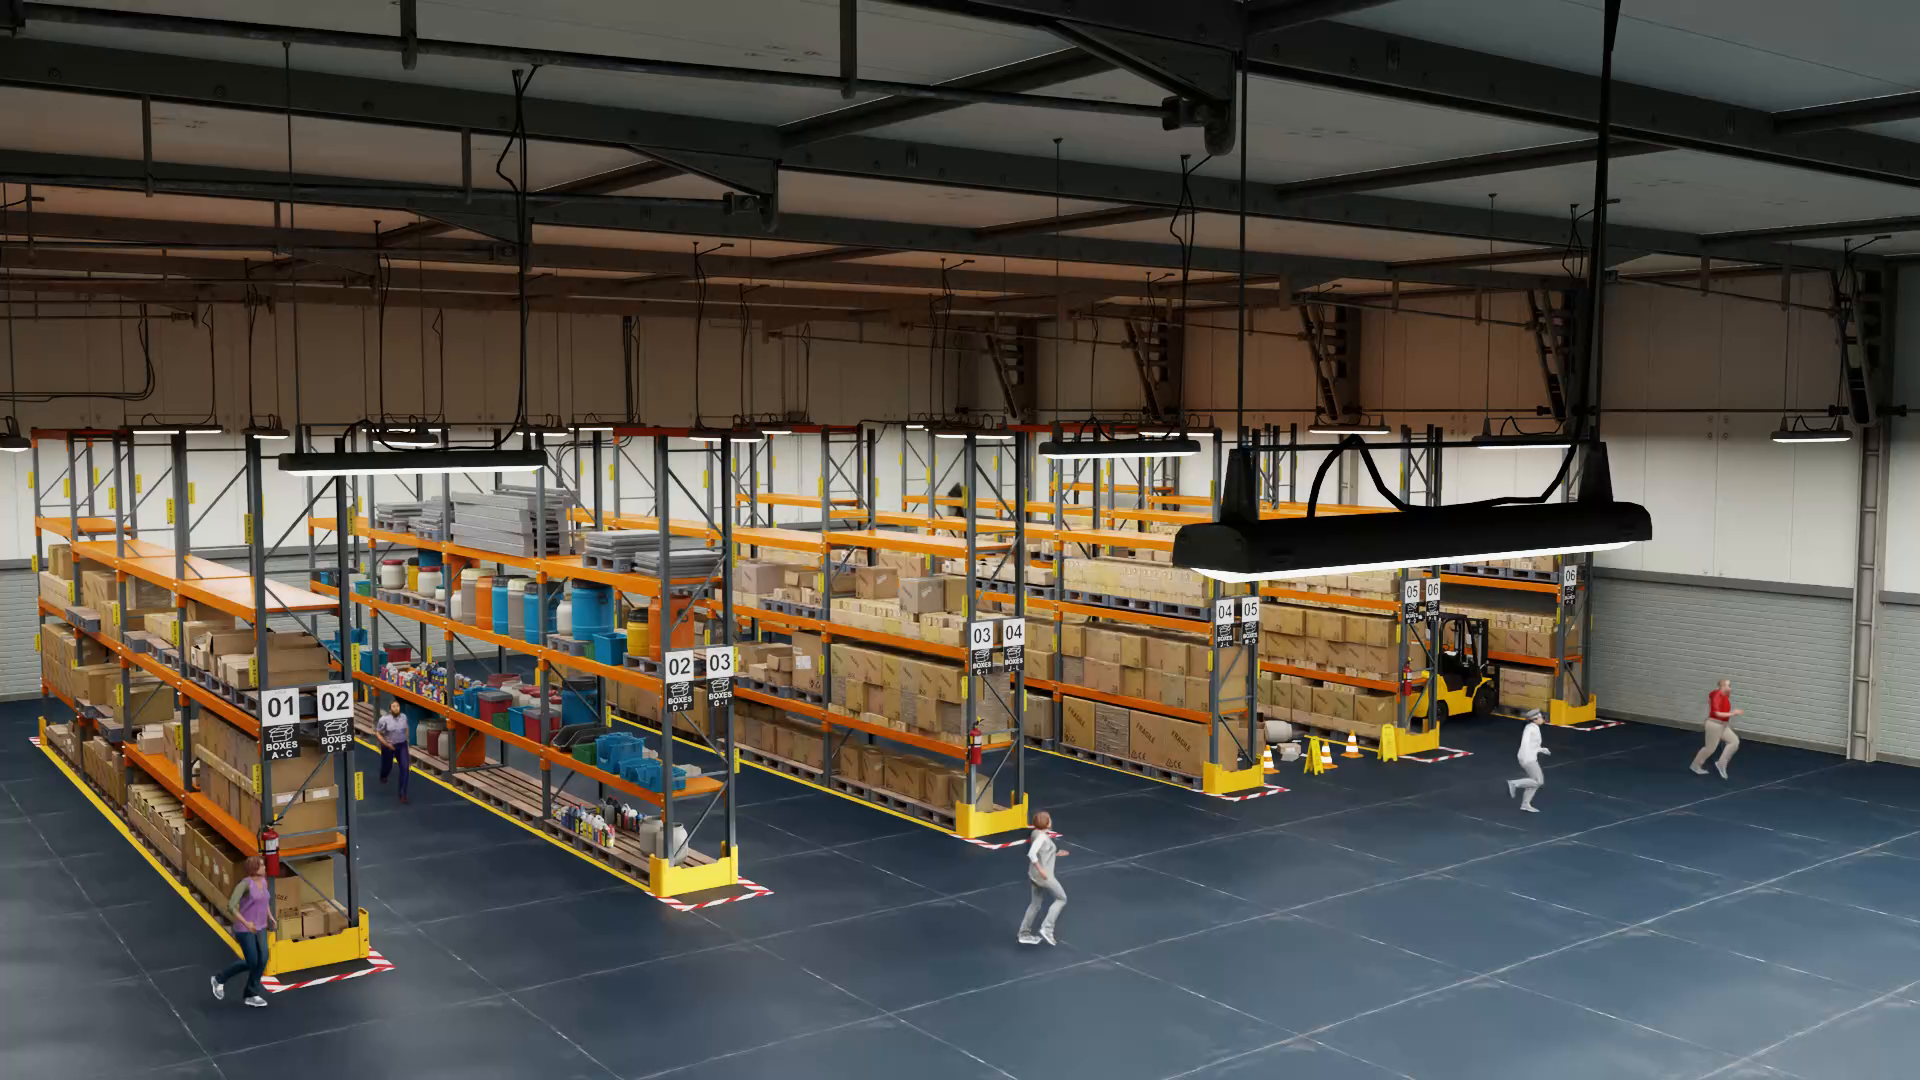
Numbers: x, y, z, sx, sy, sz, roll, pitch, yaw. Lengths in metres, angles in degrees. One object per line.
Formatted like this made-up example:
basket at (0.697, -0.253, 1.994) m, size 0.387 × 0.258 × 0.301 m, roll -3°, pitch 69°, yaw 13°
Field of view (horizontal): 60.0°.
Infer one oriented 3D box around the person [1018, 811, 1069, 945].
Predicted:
person at (0.985, 3.988, 19.604) m, size 0.638 × 1.593 × 0.516 m, roll -2°, pitch 5°, yaw -19°

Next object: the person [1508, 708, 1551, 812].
person at (8.985, 3.471, 26.225) m, size 0.641 × 1.650 × 0.653 m, roll 1°, pitch 5°, yaw 13°

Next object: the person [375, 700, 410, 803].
person at (-9.225, 3.429, 27.099) m, size 0.582 × 1.632 × 0.997 m, roll -3°, pitch 5°, yaw -31°

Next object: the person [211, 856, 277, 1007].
person at (-7.620, 4.267, 17.822) m, size 0.617 × 1.335 × 0.600 m, roll 1°, pitch 5°, yaw 11°

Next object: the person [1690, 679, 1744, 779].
person at (13.007, 3.241, 28.559) m, size 0.844 × 1.742 × 0.691 m, roll 3°, pitch 6°, yaw 38°
